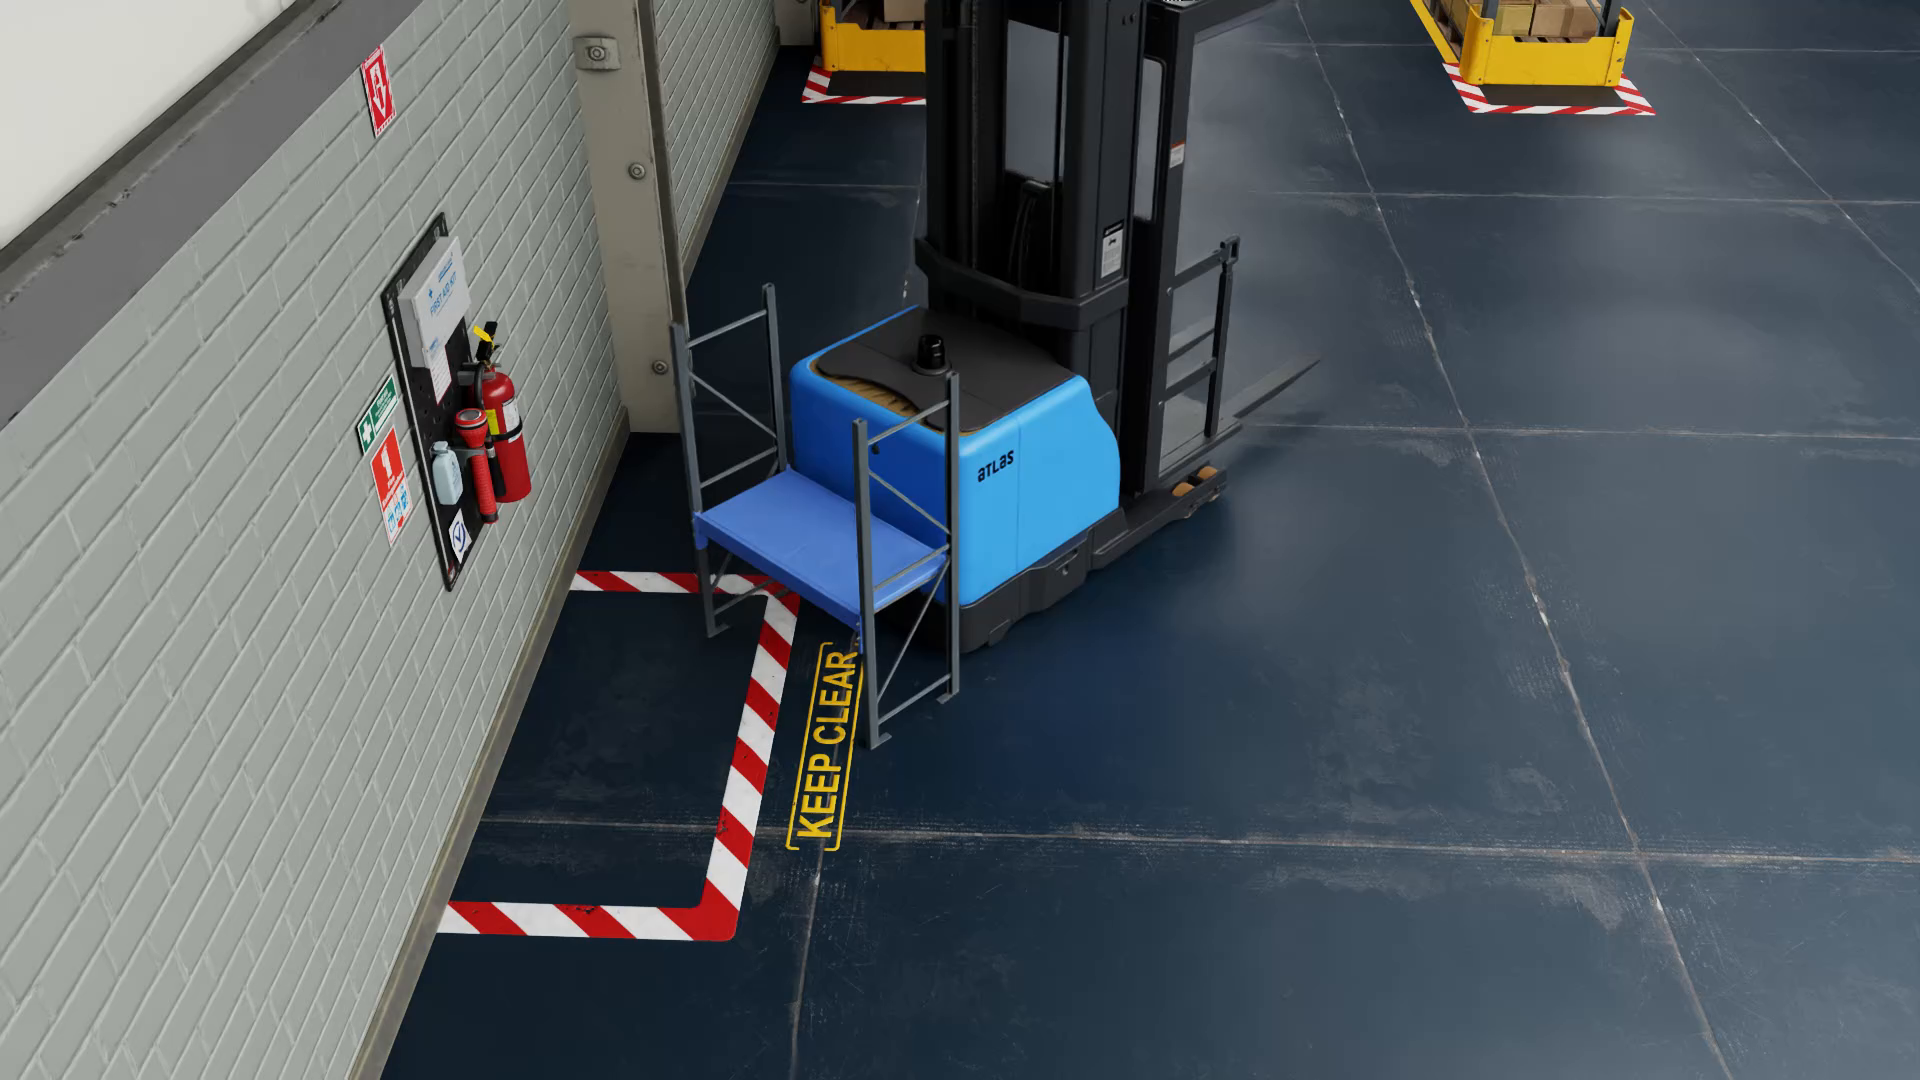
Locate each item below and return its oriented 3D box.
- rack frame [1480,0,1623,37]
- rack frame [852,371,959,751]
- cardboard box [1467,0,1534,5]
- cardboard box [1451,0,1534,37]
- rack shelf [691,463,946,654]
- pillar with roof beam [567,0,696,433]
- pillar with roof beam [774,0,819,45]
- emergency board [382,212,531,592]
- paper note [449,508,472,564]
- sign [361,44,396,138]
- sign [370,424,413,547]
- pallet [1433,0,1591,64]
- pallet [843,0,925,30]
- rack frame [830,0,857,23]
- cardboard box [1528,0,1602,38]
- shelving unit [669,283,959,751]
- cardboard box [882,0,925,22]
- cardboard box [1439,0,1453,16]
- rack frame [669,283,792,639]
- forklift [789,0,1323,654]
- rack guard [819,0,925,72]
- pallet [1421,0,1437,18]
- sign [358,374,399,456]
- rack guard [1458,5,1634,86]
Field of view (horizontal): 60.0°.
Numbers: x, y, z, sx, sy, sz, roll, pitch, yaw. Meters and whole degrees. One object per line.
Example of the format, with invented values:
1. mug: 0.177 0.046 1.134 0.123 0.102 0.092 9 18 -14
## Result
1. rack frame: 4.459 -4.808 11.982 1.000 3.000 0.127 1 35 2
2. rack frame: -0.188 0.109 6.290 0.032 1.500 0.500 29 44 35
3. cardboard box: 4.183 -4.477 12.885 0.500 0.500 0.500 1 35 2
4. cardboard box: 4.186 -4.170 13.100 0.500 0.250 0.500 1 35 2
5. rack shelf: -0.553 0.053 6.683 1.000 0.185 0.538 29 44 35
6. pillar with roof beam: 2.734 -4.250 5.971 9.100 9.000 0.400 1 35 2
7. pillar with roof beam: 2.975 -7.697 10.876 9.100 9.000 0.400 1 35 2
8. emergency board: -1.705 -0.476 5.819 0.194 1.169 0.643 1 35 2
9. paper note: -1.781 -0.016 5.930 0.016 0.148 0.142 1 35 2
10. sign: -1.805 -1.422 5.149 0.001 0.298 0.199 1 35 2
11. sign: -1.830 -0.176 5.360 0.001 0.329 0.234 1 35 2
12. pallet: 4.448 -4.107 13.411 1.003 0.211 1.213 1 35 2
13. pallet: -0.420 -4.289 13.669 1.003 0.211 1.213 1 35 2
14. rack frame: -0.491 -4.920 12.142 1.000 3.000 0.127 1 35 2
15. cardboard box: 4.703 -4.158 13.083 0.500 0.250 0.500 1 35 2
16. shelving unit: -0.553 -0.094 6.579 1.048 1.500 0.538 29 44 35
17. cardboard box: -0.373 -4.396 13.351 0.500 0.311 0.500 -2 35 -3
18. cardboard box: 4.194 -4.457 13.510 0.500 0.250 0.500 1 35 2
19. rack frame: -0.918 -0.297 6.868 0.032 1.500 0.500 29 44 35
20. forklift: 0.638 -1.483 7.310 1.130 2.935 3.031 28 44 34
21. rack guard: -0.488 -3.941 12.923 1.175 0.500 0.348 1 35 2
22. pallet: 4.500 -4.807 14.405 1.003 0.211 1.213 1 35 2
23. sign: -1.821 -0.395 5.211 0.001 0.109 0.331 1 35 2
24. rack guard: 4.458 -3.771 12.682 1.175 0.500 0.348 1 35 2
